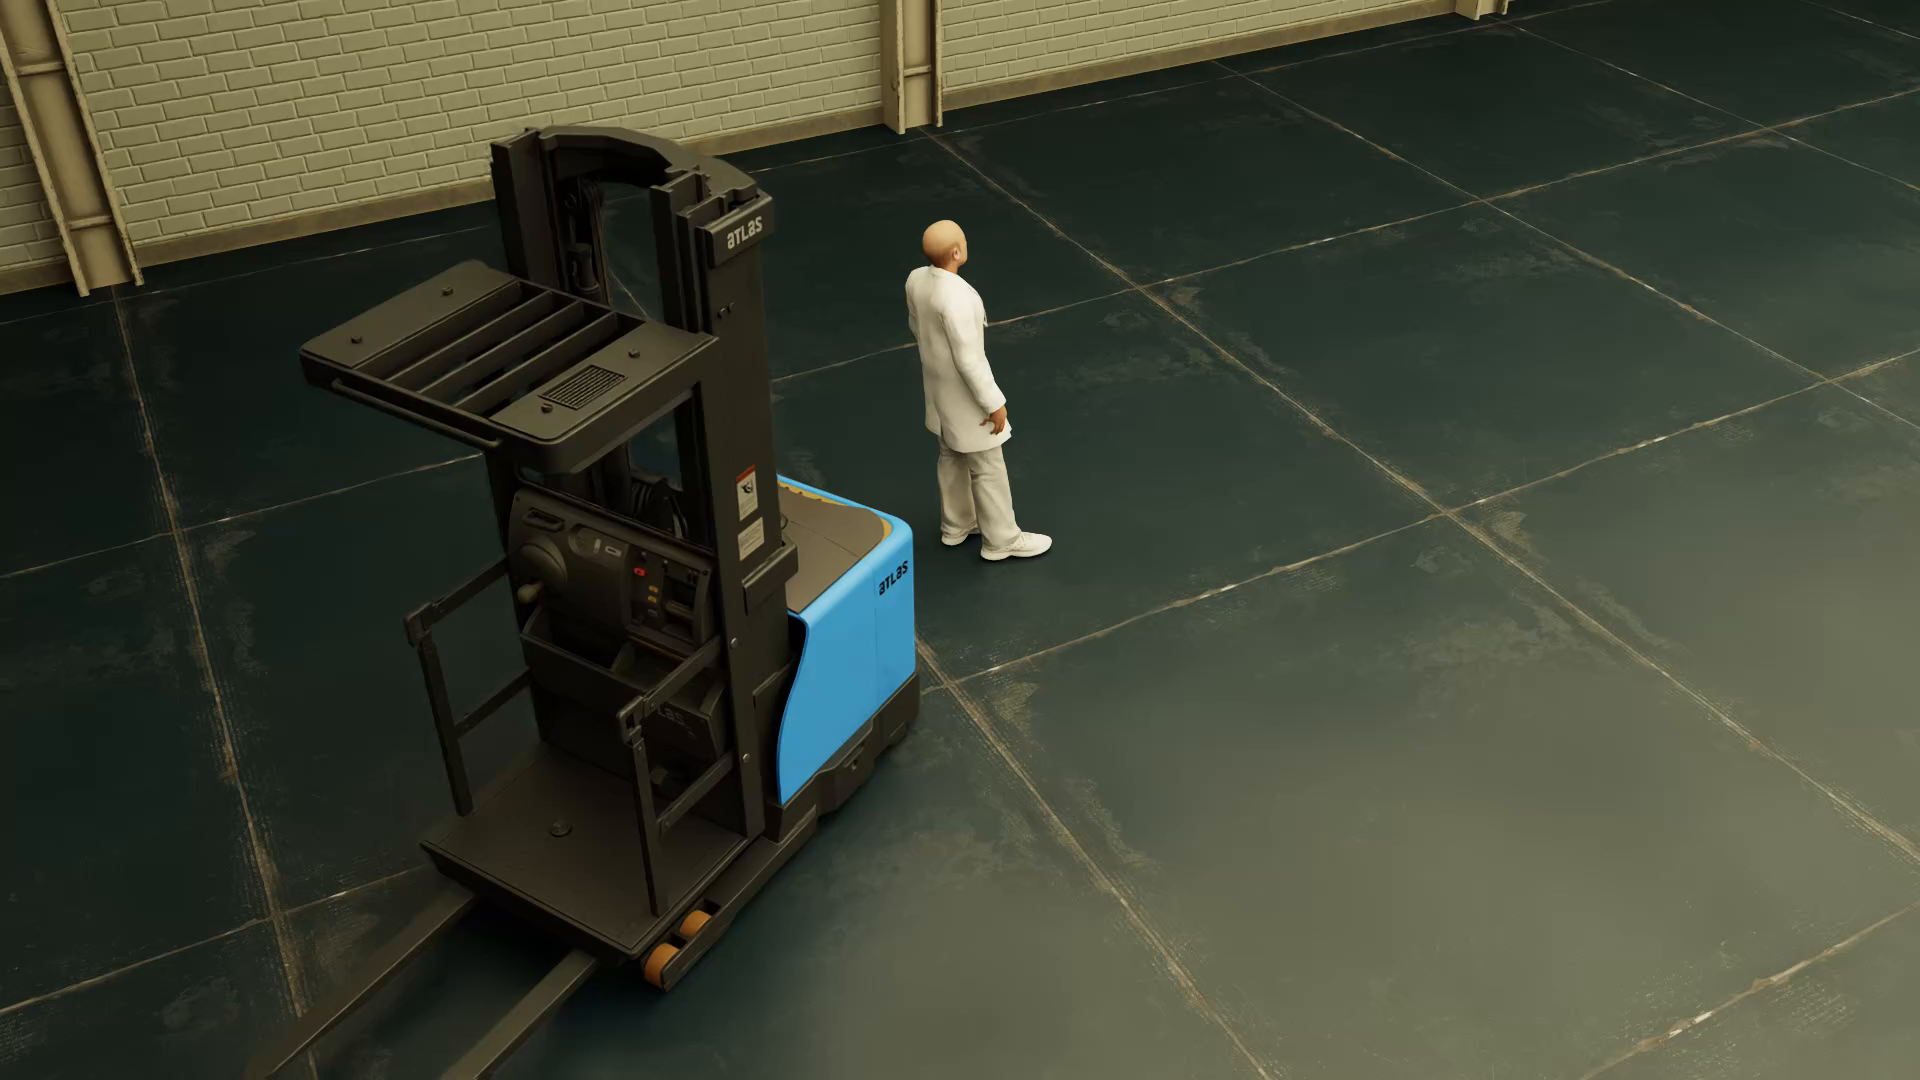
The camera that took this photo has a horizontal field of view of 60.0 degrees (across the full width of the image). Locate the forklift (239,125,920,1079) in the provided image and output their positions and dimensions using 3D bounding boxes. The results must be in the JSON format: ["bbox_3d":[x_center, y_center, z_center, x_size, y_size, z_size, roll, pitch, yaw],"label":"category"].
[{"bbox_3d":[-1.383,0.183,5.864,1.130,2.935,3.031,20,40,25],"label":"forklift"}]

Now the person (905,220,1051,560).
[{"bbox_3d":[0.083,-0.755,8.177,0.578,1.778,0.698,-17,39,-23],"label":"person"}]
